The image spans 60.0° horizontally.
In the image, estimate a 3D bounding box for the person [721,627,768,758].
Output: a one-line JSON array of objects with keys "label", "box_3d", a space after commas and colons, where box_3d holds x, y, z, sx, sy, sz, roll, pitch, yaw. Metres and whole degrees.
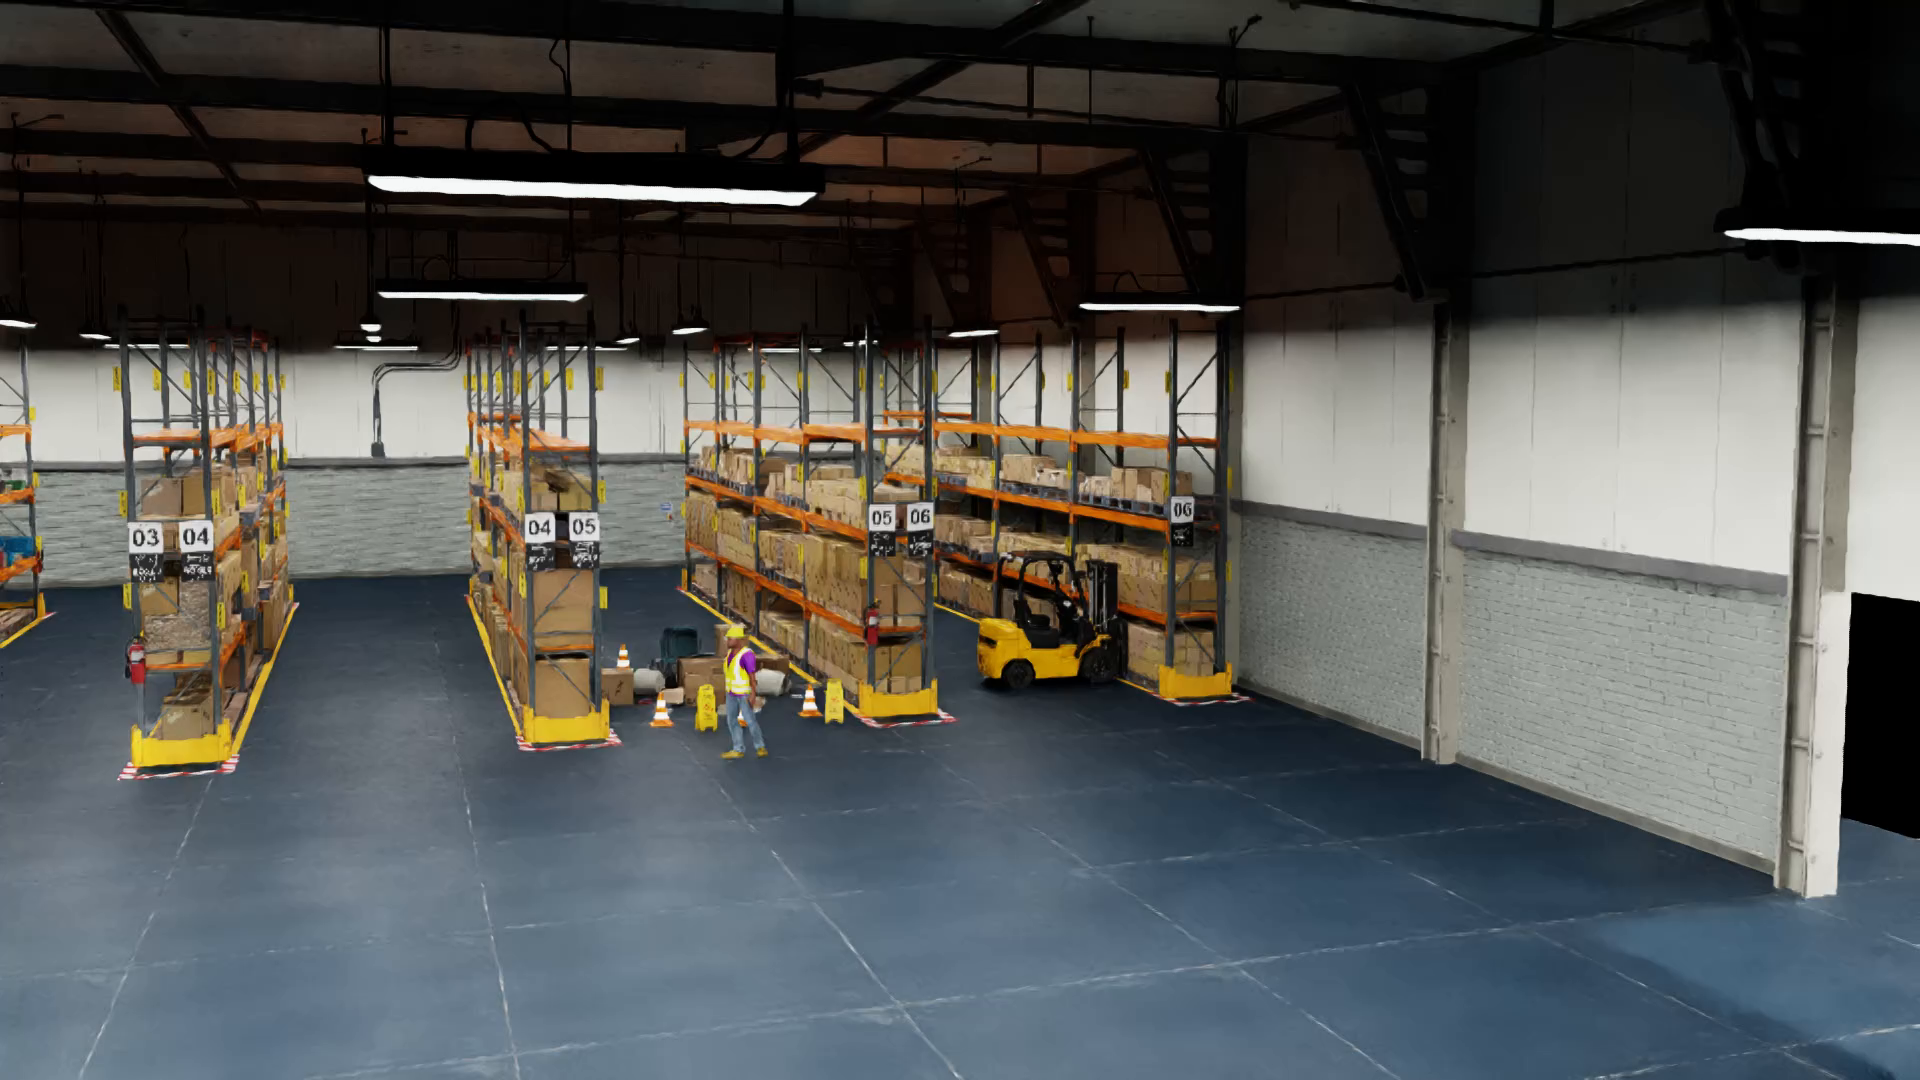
[{"label": "person", "box_3d": [-2.904, 2.029, 22.250, 0.661, 1.760, 0.541, 5, 8, 45]}]
